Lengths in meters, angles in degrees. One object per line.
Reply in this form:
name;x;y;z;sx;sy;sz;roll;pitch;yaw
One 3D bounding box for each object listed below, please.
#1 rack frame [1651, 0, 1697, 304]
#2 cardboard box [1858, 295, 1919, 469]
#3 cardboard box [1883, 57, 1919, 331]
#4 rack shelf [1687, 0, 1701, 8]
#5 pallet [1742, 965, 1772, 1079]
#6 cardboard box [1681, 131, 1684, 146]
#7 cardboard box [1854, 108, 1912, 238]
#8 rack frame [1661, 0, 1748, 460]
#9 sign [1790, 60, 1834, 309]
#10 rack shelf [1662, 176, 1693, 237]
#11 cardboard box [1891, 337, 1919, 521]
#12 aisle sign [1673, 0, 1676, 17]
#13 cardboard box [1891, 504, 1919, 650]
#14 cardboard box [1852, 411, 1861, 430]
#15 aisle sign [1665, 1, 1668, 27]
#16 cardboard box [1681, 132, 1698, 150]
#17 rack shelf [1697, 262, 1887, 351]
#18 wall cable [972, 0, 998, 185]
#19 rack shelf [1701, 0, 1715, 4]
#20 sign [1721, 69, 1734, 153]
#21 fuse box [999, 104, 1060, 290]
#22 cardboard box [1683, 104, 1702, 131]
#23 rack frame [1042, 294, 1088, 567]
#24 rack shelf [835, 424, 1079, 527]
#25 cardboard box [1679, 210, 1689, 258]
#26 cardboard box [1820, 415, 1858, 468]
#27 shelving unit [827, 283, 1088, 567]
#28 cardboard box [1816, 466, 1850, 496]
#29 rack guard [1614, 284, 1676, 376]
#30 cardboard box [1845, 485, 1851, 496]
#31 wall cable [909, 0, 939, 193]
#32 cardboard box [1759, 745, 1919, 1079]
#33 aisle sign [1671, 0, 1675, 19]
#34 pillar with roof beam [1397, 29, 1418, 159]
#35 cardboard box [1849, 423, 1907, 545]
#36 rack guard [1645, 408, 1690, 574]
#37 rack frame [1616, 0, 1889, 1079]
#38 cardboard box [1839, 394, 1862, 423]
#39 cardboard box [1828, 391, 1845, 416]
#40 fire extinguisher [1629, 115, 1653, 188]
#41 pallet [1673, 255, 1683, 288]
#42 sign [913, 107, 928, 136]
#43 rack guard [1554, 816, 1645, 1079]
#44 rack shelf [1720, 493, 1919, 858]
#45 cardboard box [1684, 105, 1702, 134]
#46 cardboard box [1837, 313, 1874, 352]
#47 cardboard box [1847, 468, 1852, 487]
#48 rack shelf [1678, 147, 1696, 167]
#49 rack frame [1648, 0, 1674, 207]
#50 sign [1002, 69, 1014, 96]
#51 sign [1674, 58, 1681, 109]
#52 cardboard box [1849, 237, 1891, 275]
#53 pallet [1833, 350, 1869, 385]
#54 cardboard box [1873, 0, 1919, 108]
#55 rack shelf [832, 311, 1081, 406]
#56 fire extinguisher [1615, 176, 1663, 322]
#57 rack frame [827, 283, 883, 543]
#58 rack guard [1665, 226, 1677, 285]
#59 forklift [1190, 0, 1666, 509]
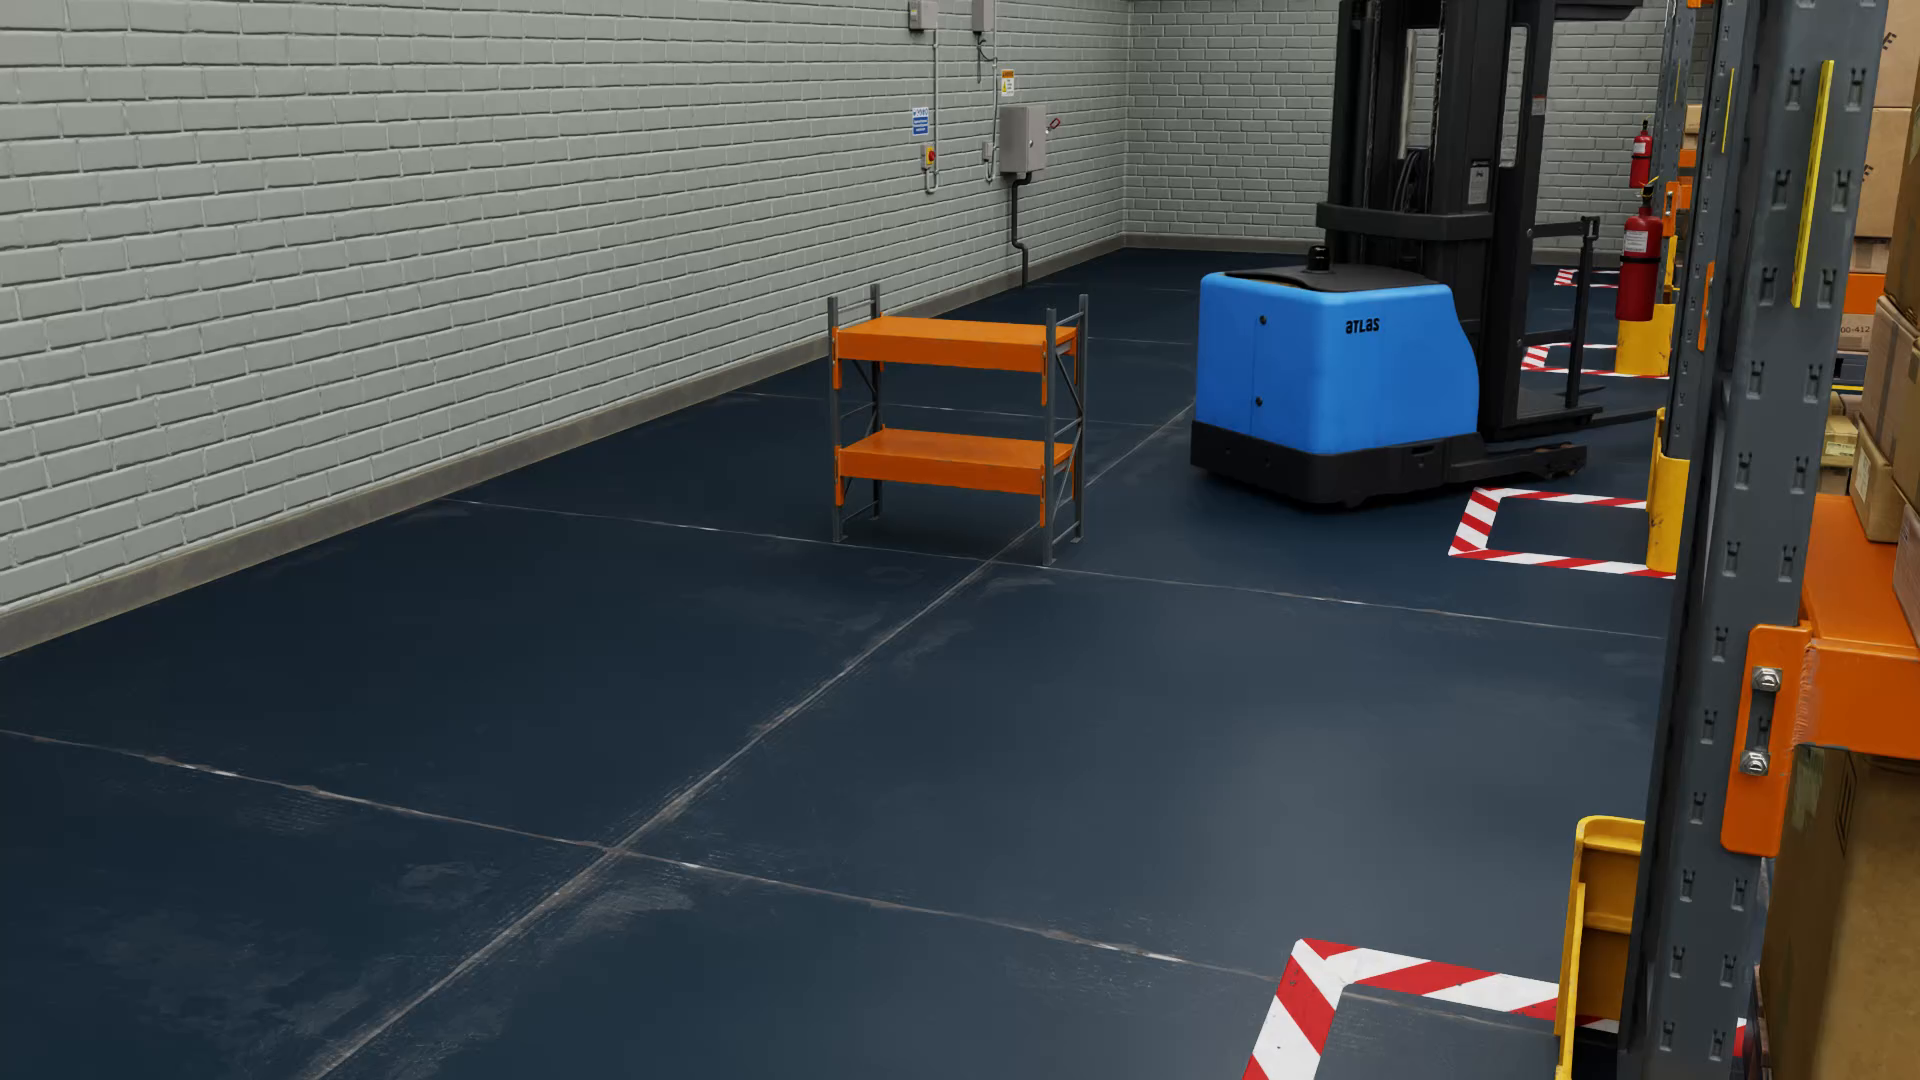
rack frame;5.005;-2.744;11.745;0.127;3.000;1.000;6;17;21
cardboard box;1.917;-0.264;2.938;0.500;0.250;0.500;6;17;20
cardboard box;1.919;-0.623;2.830;0.500;0.500;0.500;7;17;21
rack shelf;6.866;-3.634;10.722;4.000;0.370;1.077;6;17;21
pallet;2.141;1.227;3.069;1.213;0.211;1.003;6;17;21
cardboard box;7.230;-3.947;16.339;0.250;0.149;0.380;6;17;20
cardboard box;3.599;-1.523;6.827;0.500;0.500;0.500;7;18;23
rack frame;3.283;-1.450;7.287;0.127;3.000;1.000;6;17;21
sign;1.160;-0.484;2.266;0.005;0.325;0.100;6;17;21
rack shelf;6.866;-2.194;11.141;4.000;0.370;1.077;6;17;21
cardboard box;1.716;-0.125;2.461;0.500;0.250;0.500;6;17;19
aisle sign;4.832;-3.925;11.149;0.004;0.787;0.394;6;17;21
cardboard box;1.578;0.069;2.507;0.250;0.149;0.380;6;17;21
cardboard box;3.946;-0.429;7.065;0.250;0.149;0.380;7;17;22
aisle sign;6.652;-5.211;15.580;0.004;0.787;0.394;6;17;21
cardboard box;7.028;-3.806;15.855;0.250;0.149;0.380;6;17;20
rack shelf;5.143;-0.900;6.683;4.000;0.370;1.077;6;17;21
wall cable;0.261;-4.172;14.841;0.122;1.984;0.588;6;17;21
rack shelf;8.683;-4.922;15.158;4.000;0.370;1.077;6;17;21
sign;3.084;-1.725;6.682;0.005;0.325;0.100;6;17;21
fuse box;0.658;-3.226;15.716;0.414;1.711;0.539;6;17;21
cardboard box;7.348;-4.124;16.235;0.500;0.250;0.500;7;18;22
rack frame;0.467;-0.489;7.340;0.032;1.125;0.500;6;17;21
rack shelf;-0.006;-0.306;7.587;1.000;0.278;0.538;6;17;21
cardboard box;7.357;-2.947;16.170;0.637;0.503;0.797;6;17;18
cardboard box;3.646;-0.426;7.055;0.250;0.149;0.380;5;17;18
shelving unit;-0.006;-0.541;7.519;1.048;1.125;0.538;6;17;21
cardboard box;3.676;-0.305;7.171;0.250;0.149;0.380;7;18;23
rack guard;4.983;-1.546;12.102;0.348;0.500;1.175;6;17;21
cardboard box;3.926;-0.140;7.137;0.250;0.149;0.380;6;17;20
wall cable;-0.249;-3.818;13.565;0.123;1.953;0.585;6;17;21
cardboard box;1.994;0.690;2.975;0.875;0.875;0.875;6;17;21
aisle sign;5.052;-4.080;11.685;0.004;0.787;0.394;6;17;21
pillar with roof beam;3.066;-6.306;13.254;0.400;9.000;9.100;6;17;21
cardboard box;1.821;-0.102;3.096;0.250;0.149;0.380;7;17;22
rack guard;3.354;-0.242;7.609;0.348;0.500;1.175;6;17;21
rack frame;1.369;-0.174;2.892;0.127;3.000;1.000;6;17;21
cardboard box;4.081;-0.539;7.443;0.250;0.149;0.380;7;17;22
cardboard box;3.868;-0.580;7.583;0.250;0.149;0.380;6;17;21
fire extinguisher;6.516;-3.711;15.883;0.183;0.674;0.296;6;17;21
pallet;7.636;-2.603;16.263;1.213;0.211;1.003;6;17;21
sign;-0.324;-3.438;13.652;0.001;0.218;0.327;6;17;21
rack guard;1.347;1.024;3.249;0.348;0.500;1.175;6;17;21
rack shelf;3.229;0.376;2.287;4.000;0.370;1.077;6;17;21
cardboard box;7.146;-3.986;15.760;0.500;0.250;0.500;6;17;21
cardboard box;6.510;-1.582;11.586;0.875;0.438;0.875;7;18;22
cardboard box;3.910;-0.262;7.024;0.250;0.149;0.380;6;17;20
rack shelf;8.683;-3.482;15.576;4.000;0.370;1.077;6;17;21
rack frame;6.823;-4.032;16.181;0.127;3.000;1.000;6;17;21
sign;0.445;-4.248;15.445;0.001;0.242;0.339;6;17;21
sign;4.796;-3.054;11.120;0.005;0.325;0.100;6;17;21
cardboard box;3.716;-1.196;6.863;0.250;0.149;0.380;7;18;23
pallet;5.778;-1.343;11.922;1.213;0.211;1.003;6;17;21
cardboard box;3.603;-2.006;6.697;0.500;0.500;0.500;6;17;20
rack shelf;-0.006;-0.822;7.438;1.000;0.278;0.538;6;17;21
fire extinguisher;3.218;-1.379;7.851;0.183;0.674;0.296;6;17;21
rack frame;-0.479;-0.593;7.698;0.032;1.125;0.500;6;17;21
rack guard;6.894;-2.823;16.503;0.348;0.500;1.175;6;17;21
forklift;2.752;-1.843;8.764;3.031;2.935;1.130;-9;19;-29
